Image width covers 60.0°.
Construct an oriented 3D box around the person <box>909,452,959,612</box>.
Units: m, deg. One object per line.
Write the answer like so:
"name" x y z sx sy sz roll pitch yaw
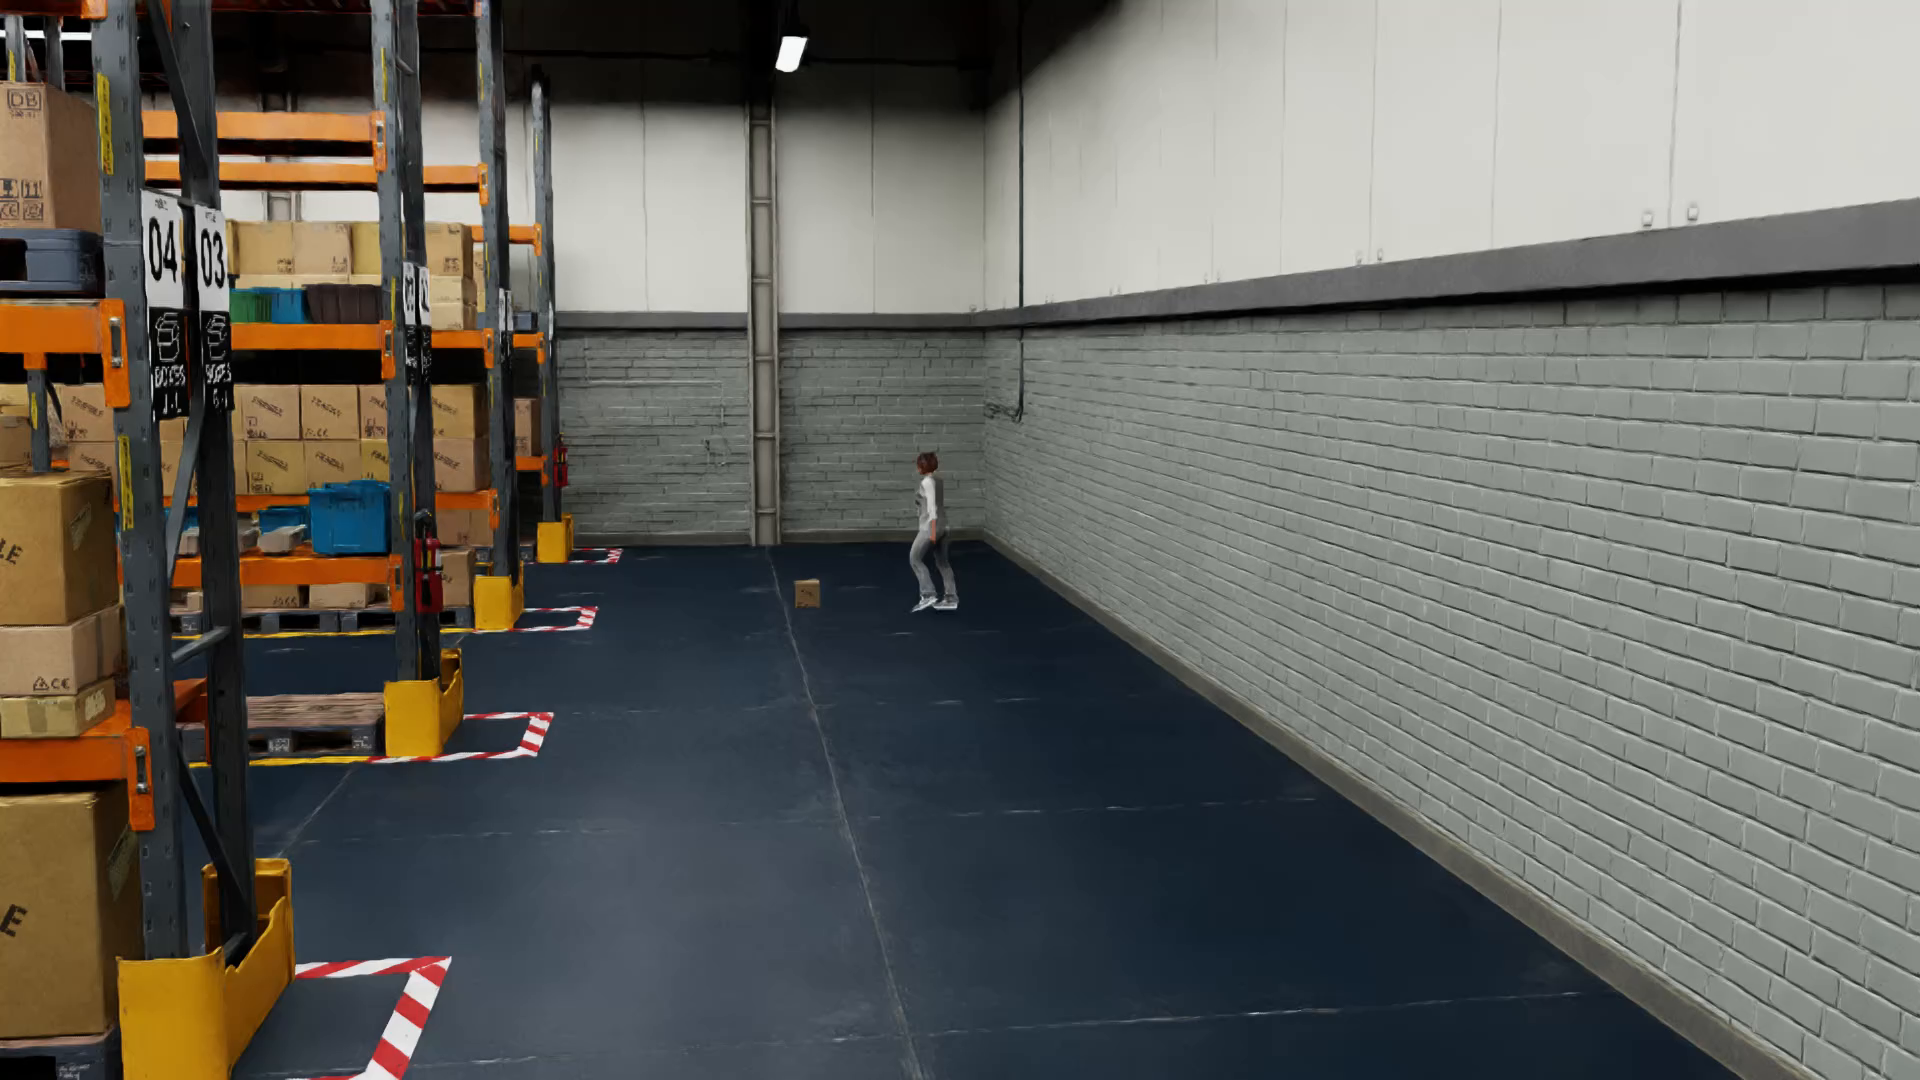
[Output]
"person" -0.234 -0.084 16.667 0.500 1.596 0.442 3 7 23
